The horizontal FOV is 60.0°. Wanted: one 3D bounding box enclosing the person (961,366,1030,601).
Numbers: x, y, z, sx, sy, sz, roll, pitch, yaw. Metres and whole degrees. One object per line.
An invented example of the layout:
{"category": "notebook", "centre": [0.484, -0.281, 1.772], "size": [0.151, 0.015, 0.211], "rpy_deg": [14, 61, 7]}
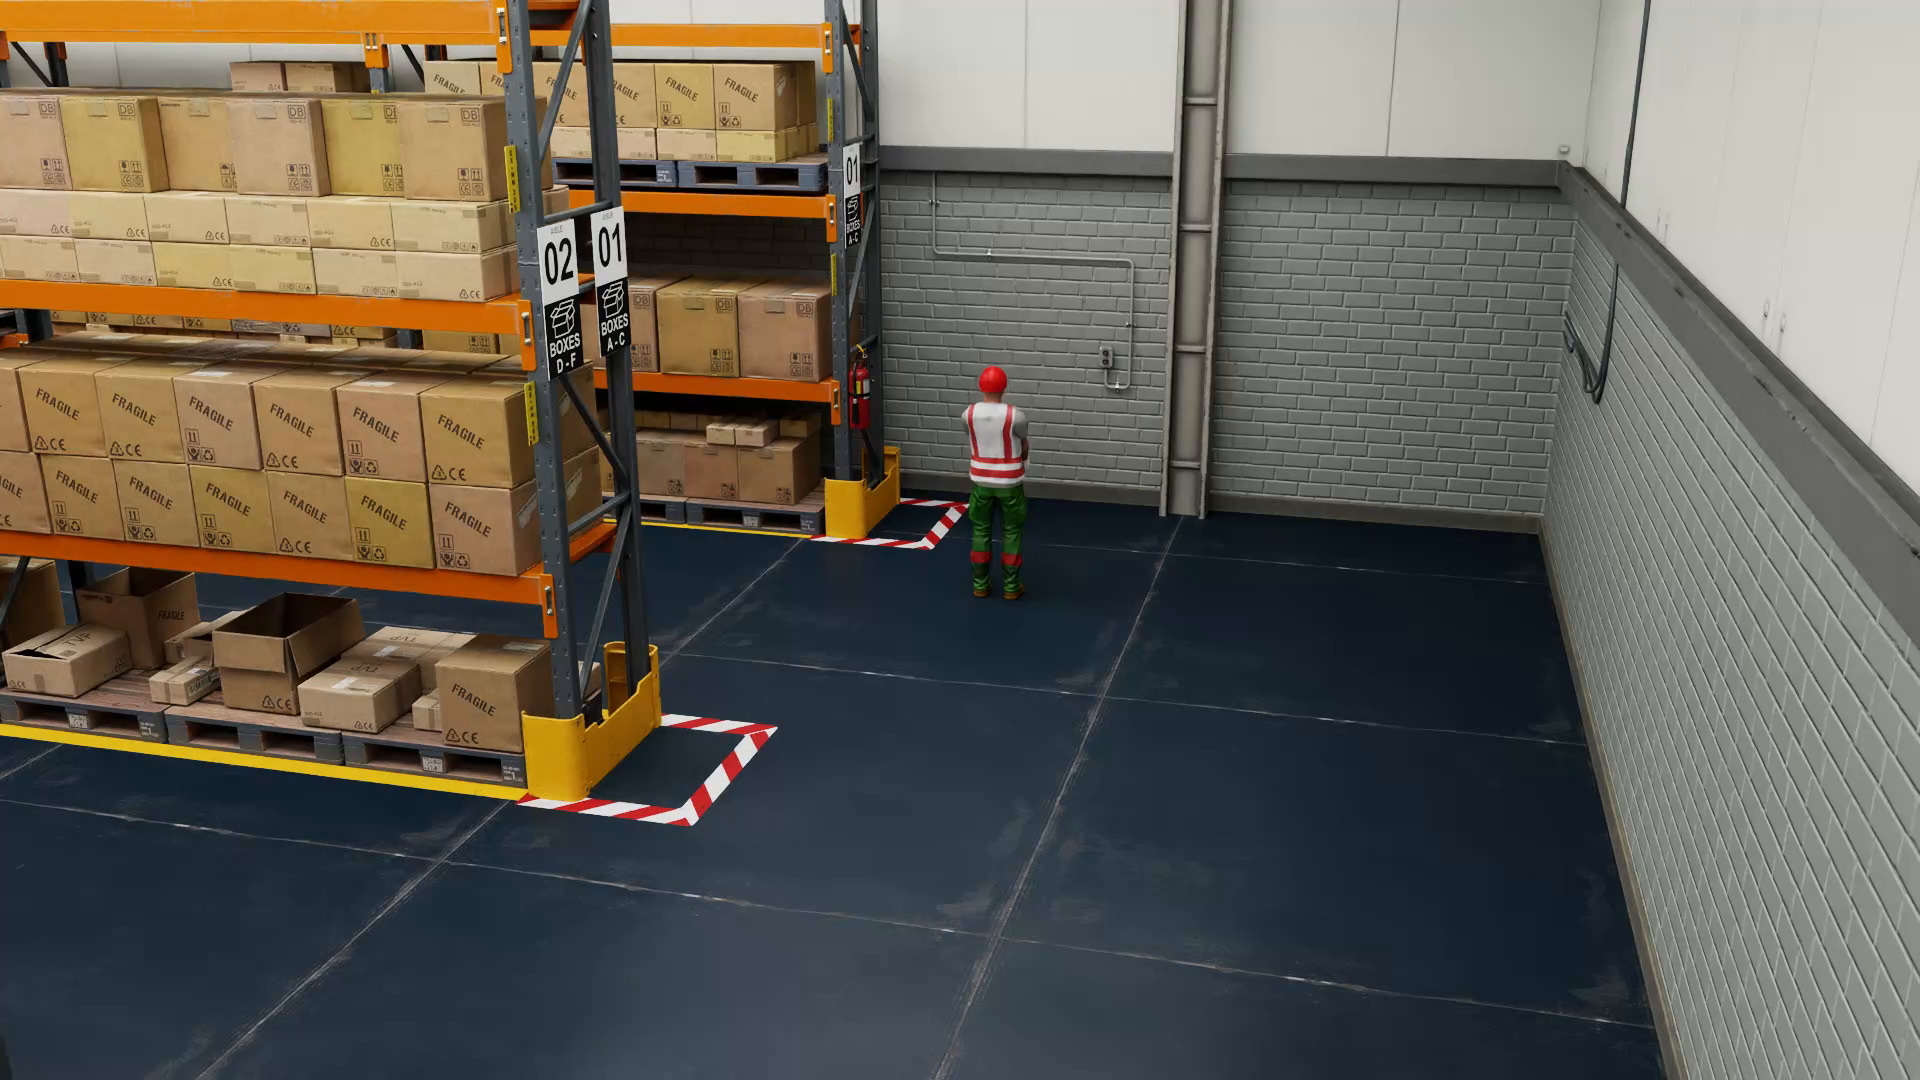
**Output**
{"category": "person", "centre": [0.289, -0.459, 12.434], "size": [0.494, 1.782, 0.561], "rpy_deg": [5, 19, 14]}
